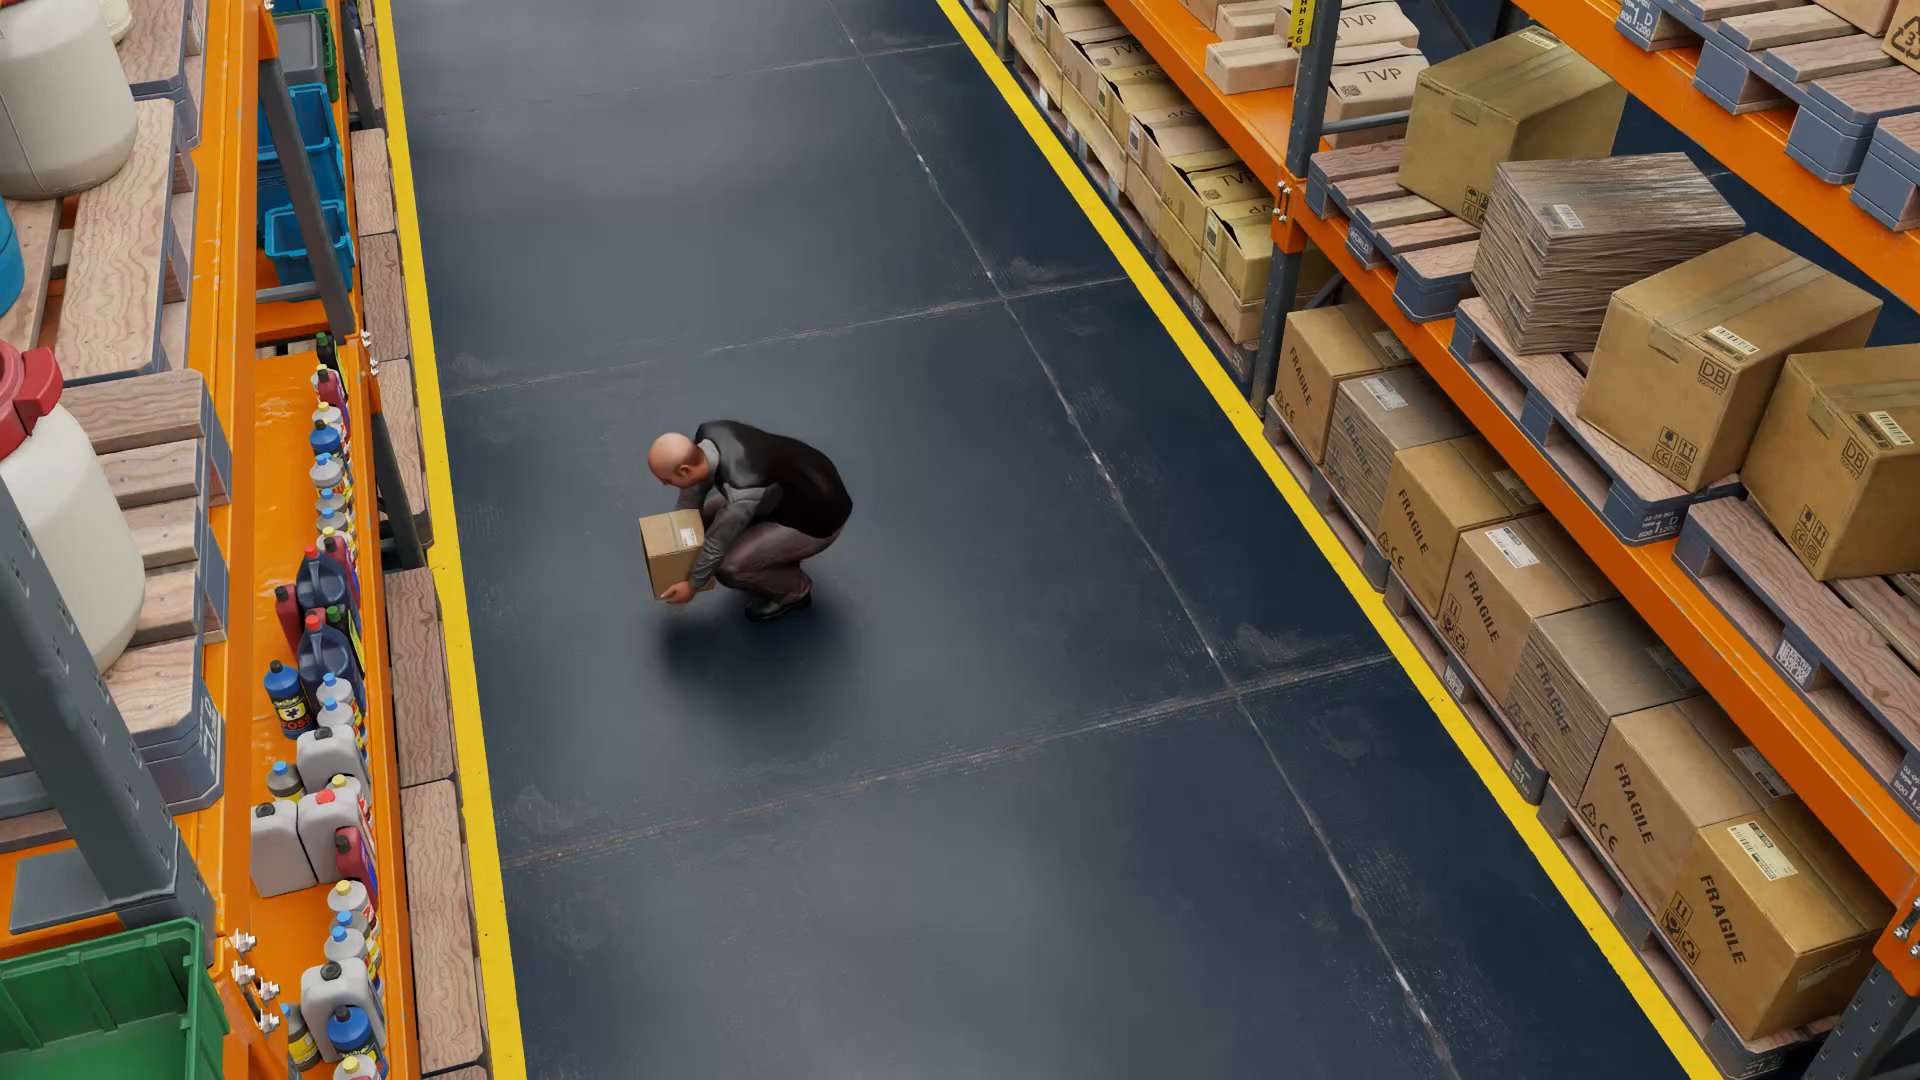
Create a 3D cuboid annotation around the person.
[{"bbox_3d":[-0.872,-0.117,6.879,0.843,0.974,0.515,-13,43,-14],"label":"person"}]
